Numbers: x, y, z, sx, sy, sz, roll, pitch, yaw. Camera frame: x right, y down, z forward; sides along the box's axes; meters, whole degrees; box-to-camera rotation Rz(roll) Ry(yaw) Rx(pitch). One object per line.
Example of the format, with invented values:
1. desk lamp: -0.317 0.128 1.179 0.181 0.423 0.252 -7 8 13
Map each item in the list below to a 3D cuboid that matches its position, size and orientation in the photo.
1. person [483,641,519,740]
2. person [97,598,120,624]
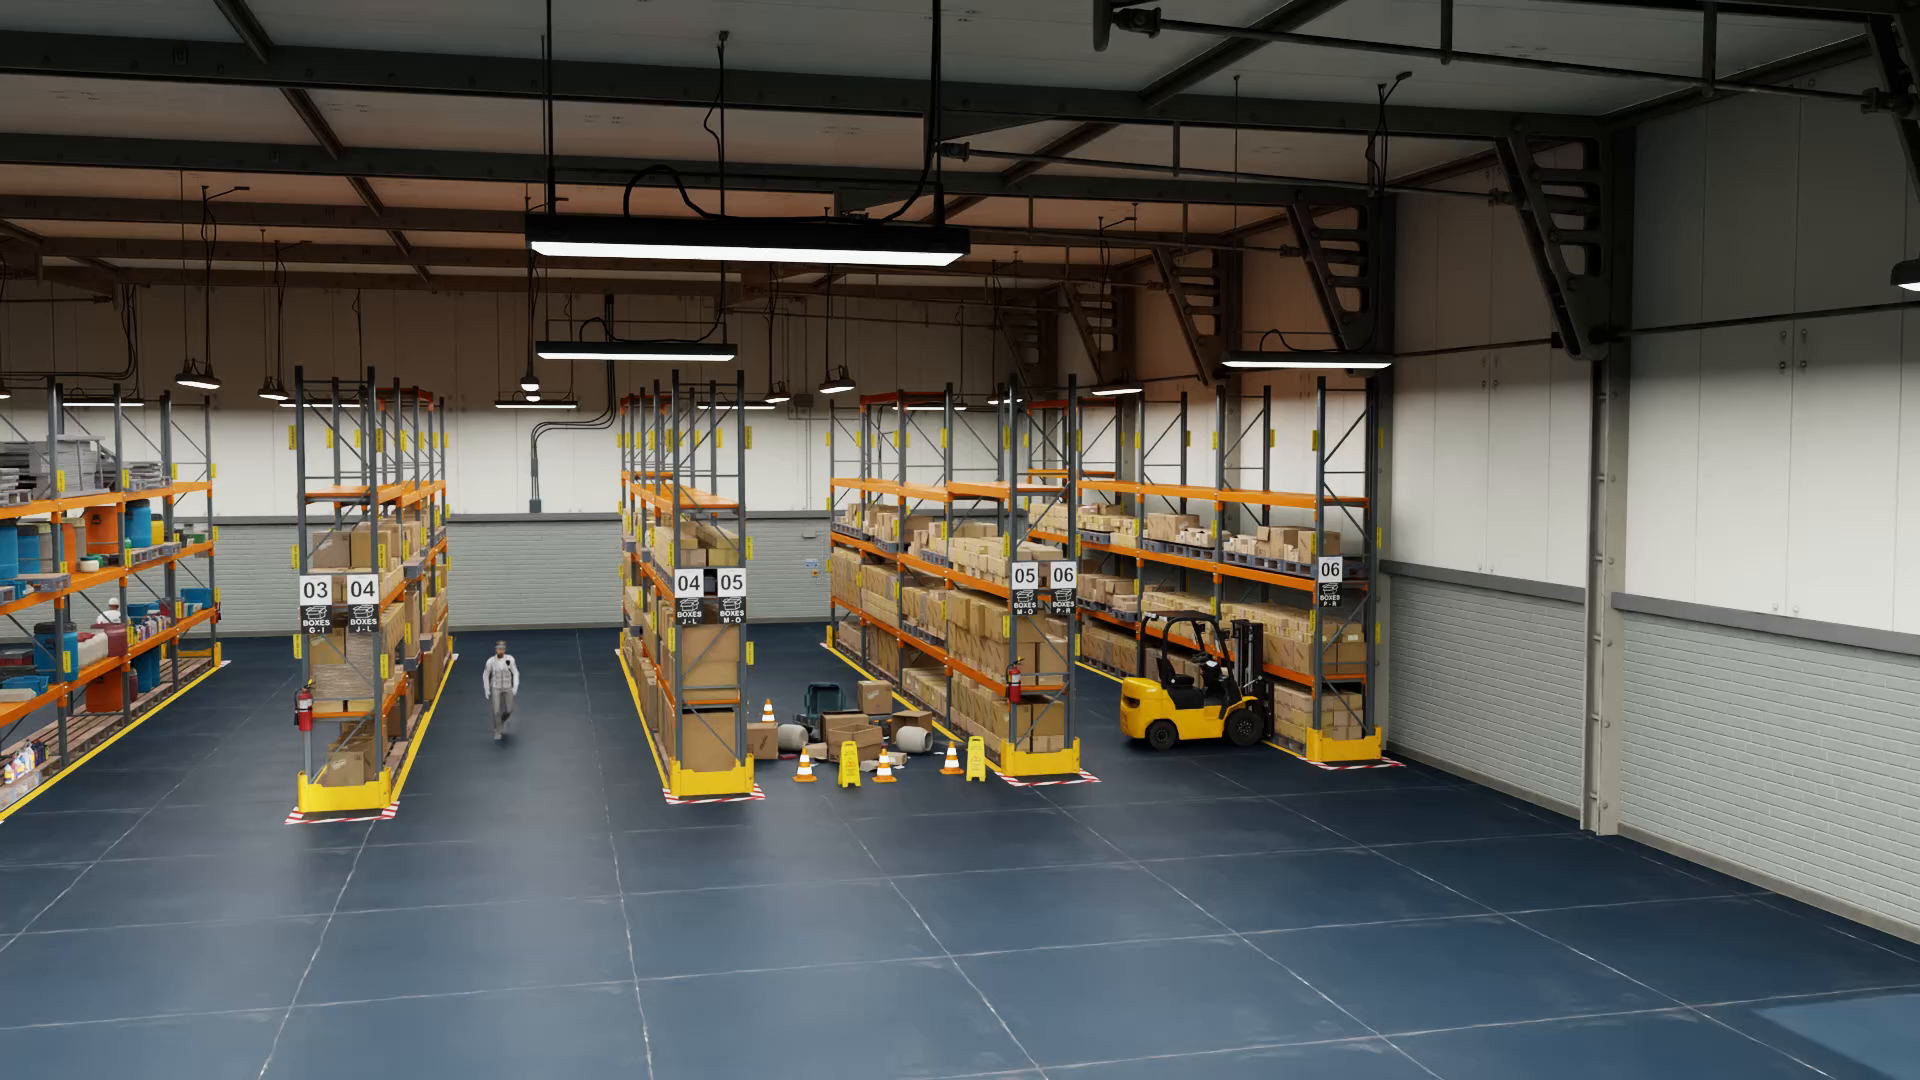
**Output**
1. person: -7.761 2.510 28.098 0.583 1.659 0.549 -1 4 -19
2. person: -17.432 2.074 34.186 0.614 1.760 0.525 -1 4 -23
